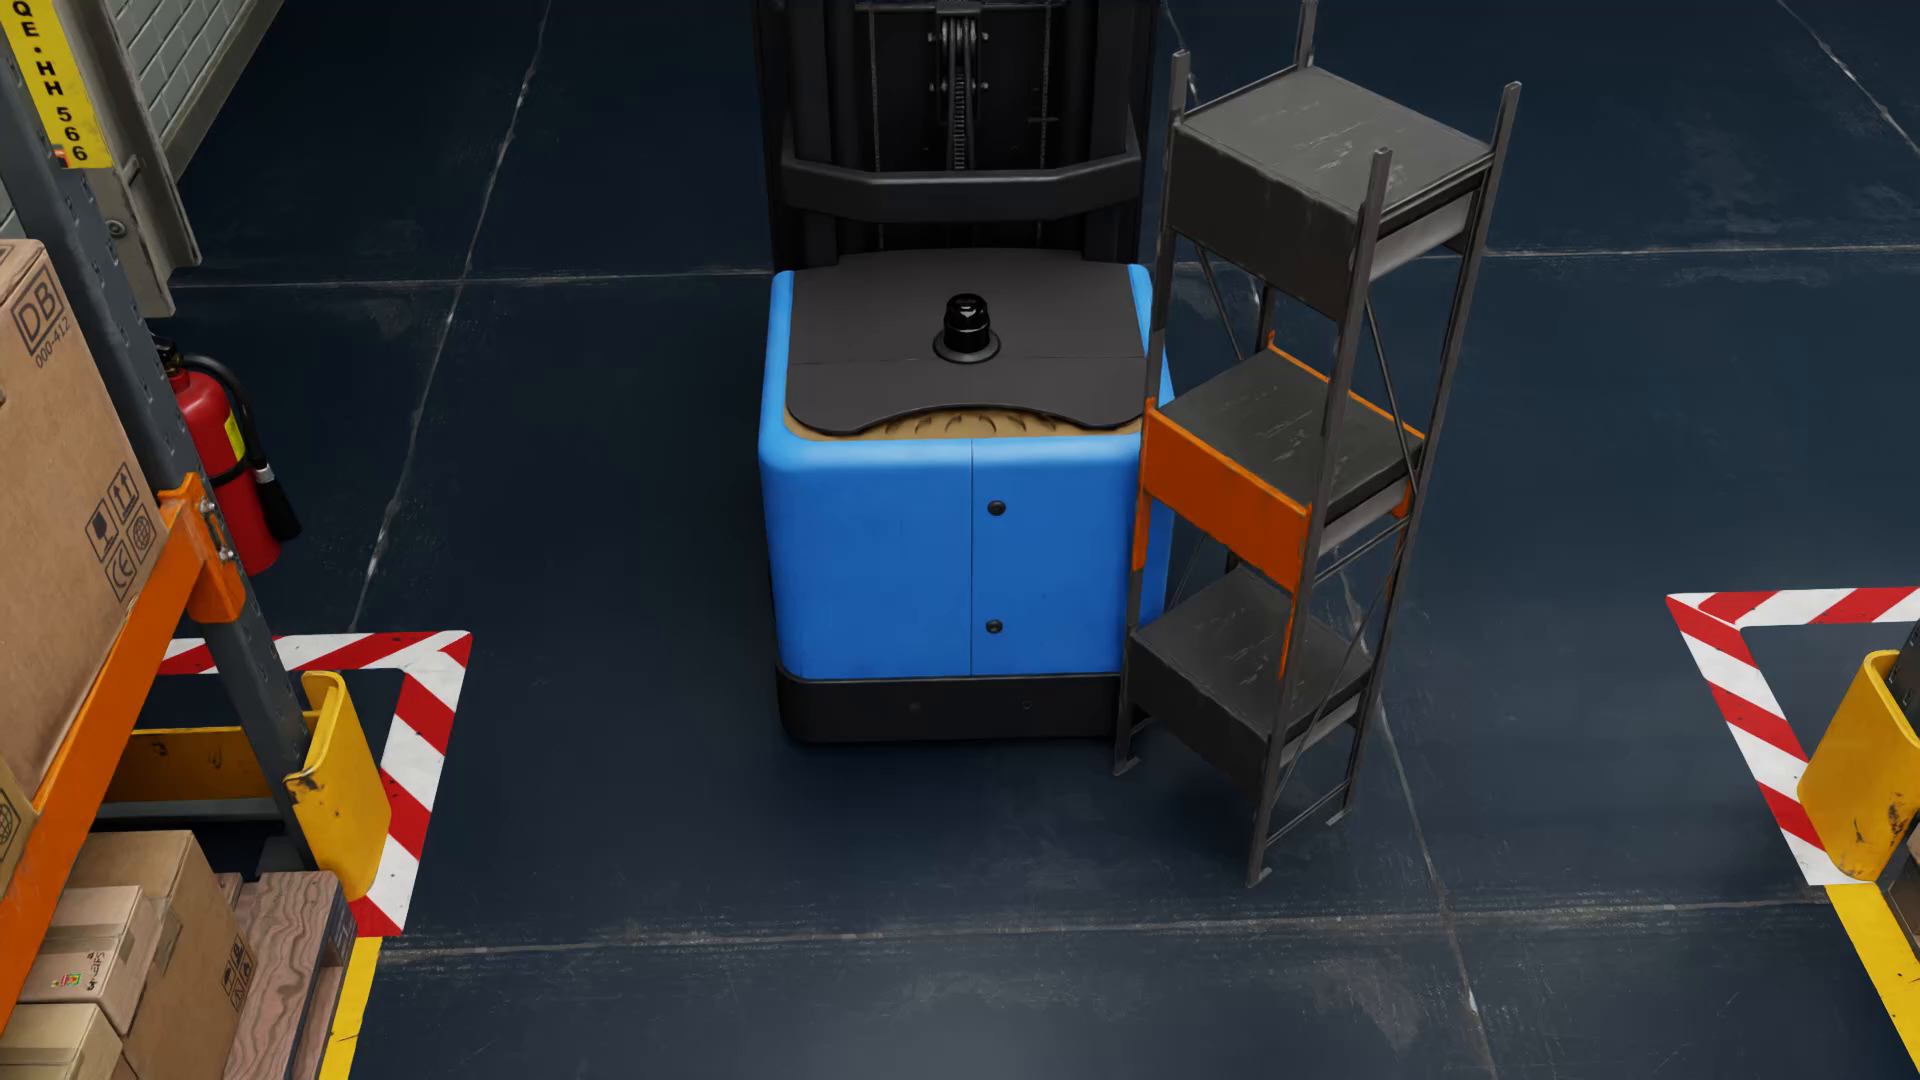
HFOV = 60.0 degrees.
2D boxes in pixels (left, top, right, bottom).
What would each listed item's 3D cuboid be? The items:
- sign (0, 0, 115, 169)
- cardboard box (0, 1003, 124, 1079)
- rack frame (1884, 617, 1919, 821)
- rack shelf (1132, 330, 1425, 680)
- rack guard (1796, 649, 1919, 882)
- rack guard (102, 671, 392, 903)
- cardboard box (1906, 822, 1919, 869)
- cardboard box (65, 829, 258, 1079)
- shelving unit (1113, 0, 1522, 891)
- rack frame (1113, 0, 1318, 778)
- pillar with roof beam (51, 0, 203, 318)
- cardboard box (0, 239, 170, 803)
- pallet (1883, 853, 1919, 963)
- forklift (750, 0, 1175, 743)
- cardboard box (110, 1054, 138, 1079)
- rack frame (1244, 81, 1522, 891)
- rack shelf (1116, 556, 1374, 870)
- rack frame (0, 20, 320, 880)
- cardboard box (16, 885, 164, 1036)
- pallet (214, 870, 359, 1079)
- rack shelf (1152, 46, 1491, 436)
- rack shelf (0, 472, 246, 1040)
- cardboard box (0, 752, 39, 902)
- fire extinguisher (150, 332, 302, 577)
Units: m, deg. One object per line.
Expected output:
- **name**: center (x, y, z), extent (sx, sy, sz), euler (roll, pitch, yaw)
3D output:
- **sign**: center (-1.556, -0.783, 2.852), extent (0.100, 0.325, 0.005), euler (-2, 43, -2)
- **cardboard box**: center (-1.770, 0.988, 3.011), extent (0.380, 0.149, 0.250), euler (-1, 43, -1)
- **rack frame**: center (2.850, -0.408, 3.475), extent (1.000, 3.000, 0.127), euler (-2, 43, -2)
- **rack shelf**: center (0.724, -0.086, 3.806), extent (0.431, 0.518, 0.480), euler (-29, 49, -28)
- **rack guard**: center (2.853, 0.565, 4.263), extent (1.175, 0.500, 0.348), euler (-2, 43, -2)
- **rack guard**: center (-2.100, 0.642, 4.179), extent (1.175, 0.500, 0.348), euler (-2, 43, -2)
- **cardboard box**: center (2.524, 0.774, 3.970), extent (0.380, 0.149, 0.250), euler (-2, 43, -2)
- **cardboard box**: center (-1.969, 0.973, 3.507), extent (0.700, 0.500, 0.500), euler (-2, 43, -2)
- **shelving unit**: center (0.724, -0.096, 3.796), extent (0.431, 2.100, 0.503), euler (-29, 49, -28)
- **rack frame**: center (0.568, -0.221, 3.937), extent (0.400, 2.100, 0.015), euler (-29, 49, -28)
- **pillar with roof beam**: center (1.223, -4.396, 3.386), extent (9.100, 9.000, 0.400), euler (-2, 43, -2)
- **cardboard box**: center (-2.067, -0.029, 2.840), extent (0.980, 0.700, 0.700), euler (0, 43, 0)
- **pallet**: center (2.888, 1.210, 3.774), extent (1.003, 0.211, 1.213), euler (-2, 43, -2)
- **forklift**: center (-0.021, -1.506, 4.724), extent (1.130, 2.935, 3.031), euler (-1, 43, -1)
- **cardboard box**: center (-1.948, 1.311, 3.139), extent (0.700, 0.500, 0.500), euler (-2, 43, -2)
- **rack frame**: center (0.880, 0.028, 3.656), extent (0.400, 2.100, 0.015), euler (-29, 49, -28)
- **rack shelf**: center (0.729, 0.434, 4.274), extent (0.431, 0.518, 0.480), euler (-29, 49, -28)
- **rack frame**: center (-2.099, -0.263, 3.317), extent (1.000, 3.000, 0.127), euler (-2, 43, -2)
- **cardboard box**: center (-1.782, 0.816, 3.199), extent (0.380, 0.149, 0.250), euler (-2, 43, -2)
- **pallet**: center (-1.987, 1.303, 3.673), extent (1.003, 0.211, 1.213), euler (-2, 43, -2)
- **rack shelf**: center (0.718, -0.607, 3.338), extent (0.431, 0.518, 0.480), euler (-29, 49, -28)
- **rack shelf**: center (-2.014, 1.352, 2.087), extent (1.077, 0.370, 4.000), euler (-2, 43, -2)
- **cardboard box**: center (-2.025, 0.461, 2.305), extent (0.980, 0.700, 0.700), euler (-2, 43, -2)
- **fire extinguisher**: center (-1.644, -0.212, 3.595), extent (0.296, 0.674, 0.183), euler (-2, 43, -2)
